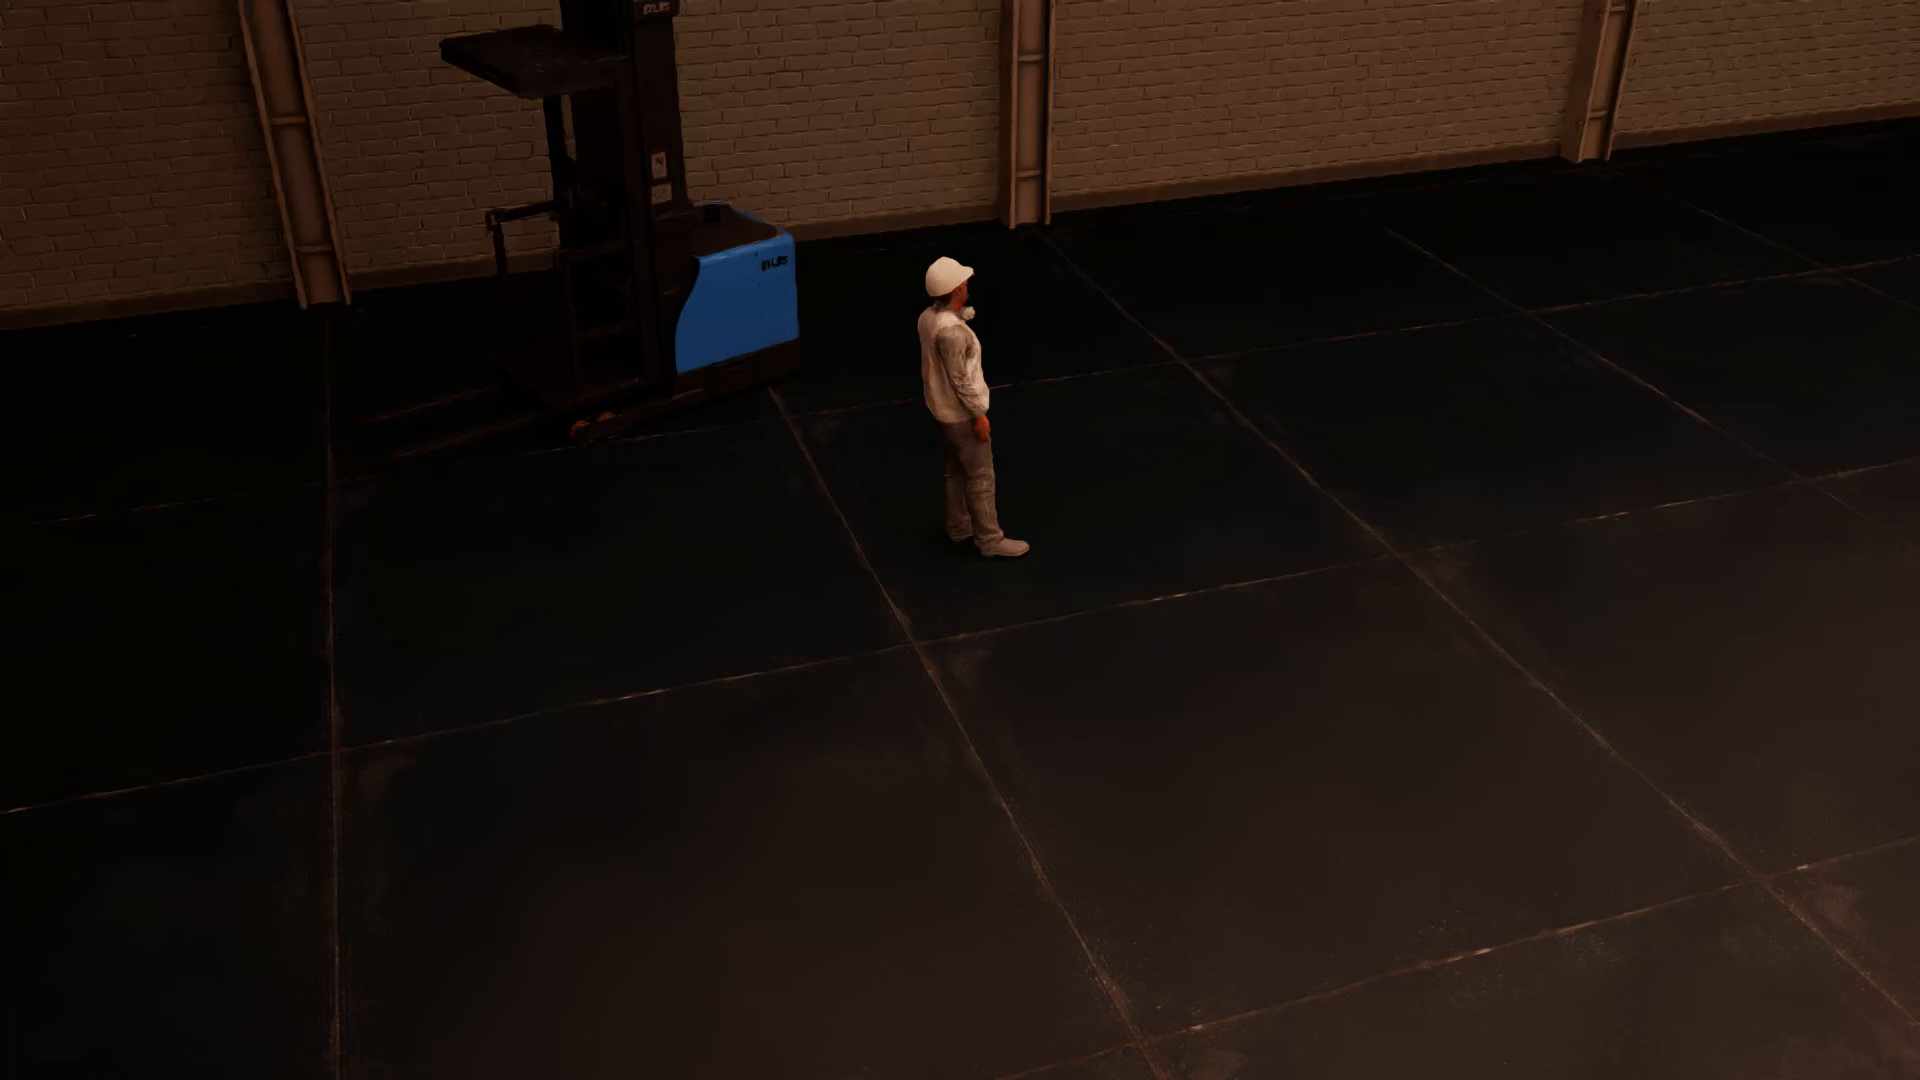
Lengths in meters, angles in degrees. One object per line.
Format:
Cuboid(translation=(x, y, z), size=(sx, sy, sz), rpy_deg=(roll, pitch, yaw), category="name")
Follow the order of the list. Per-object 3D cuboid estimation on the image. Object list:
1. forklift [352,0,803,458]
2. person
Cuboid(translation=(-2.609, -2.196, 10.905), size=(3.031, 2.935, 1.130), rpy_deg=(-22, 36, -33), category="forklift")
Cuboid(translation=(0.062, -0.781, 9.591), size=(0.567, 1.773, 0.632), rpy_deg=(-10, 31, -16), category="person")
